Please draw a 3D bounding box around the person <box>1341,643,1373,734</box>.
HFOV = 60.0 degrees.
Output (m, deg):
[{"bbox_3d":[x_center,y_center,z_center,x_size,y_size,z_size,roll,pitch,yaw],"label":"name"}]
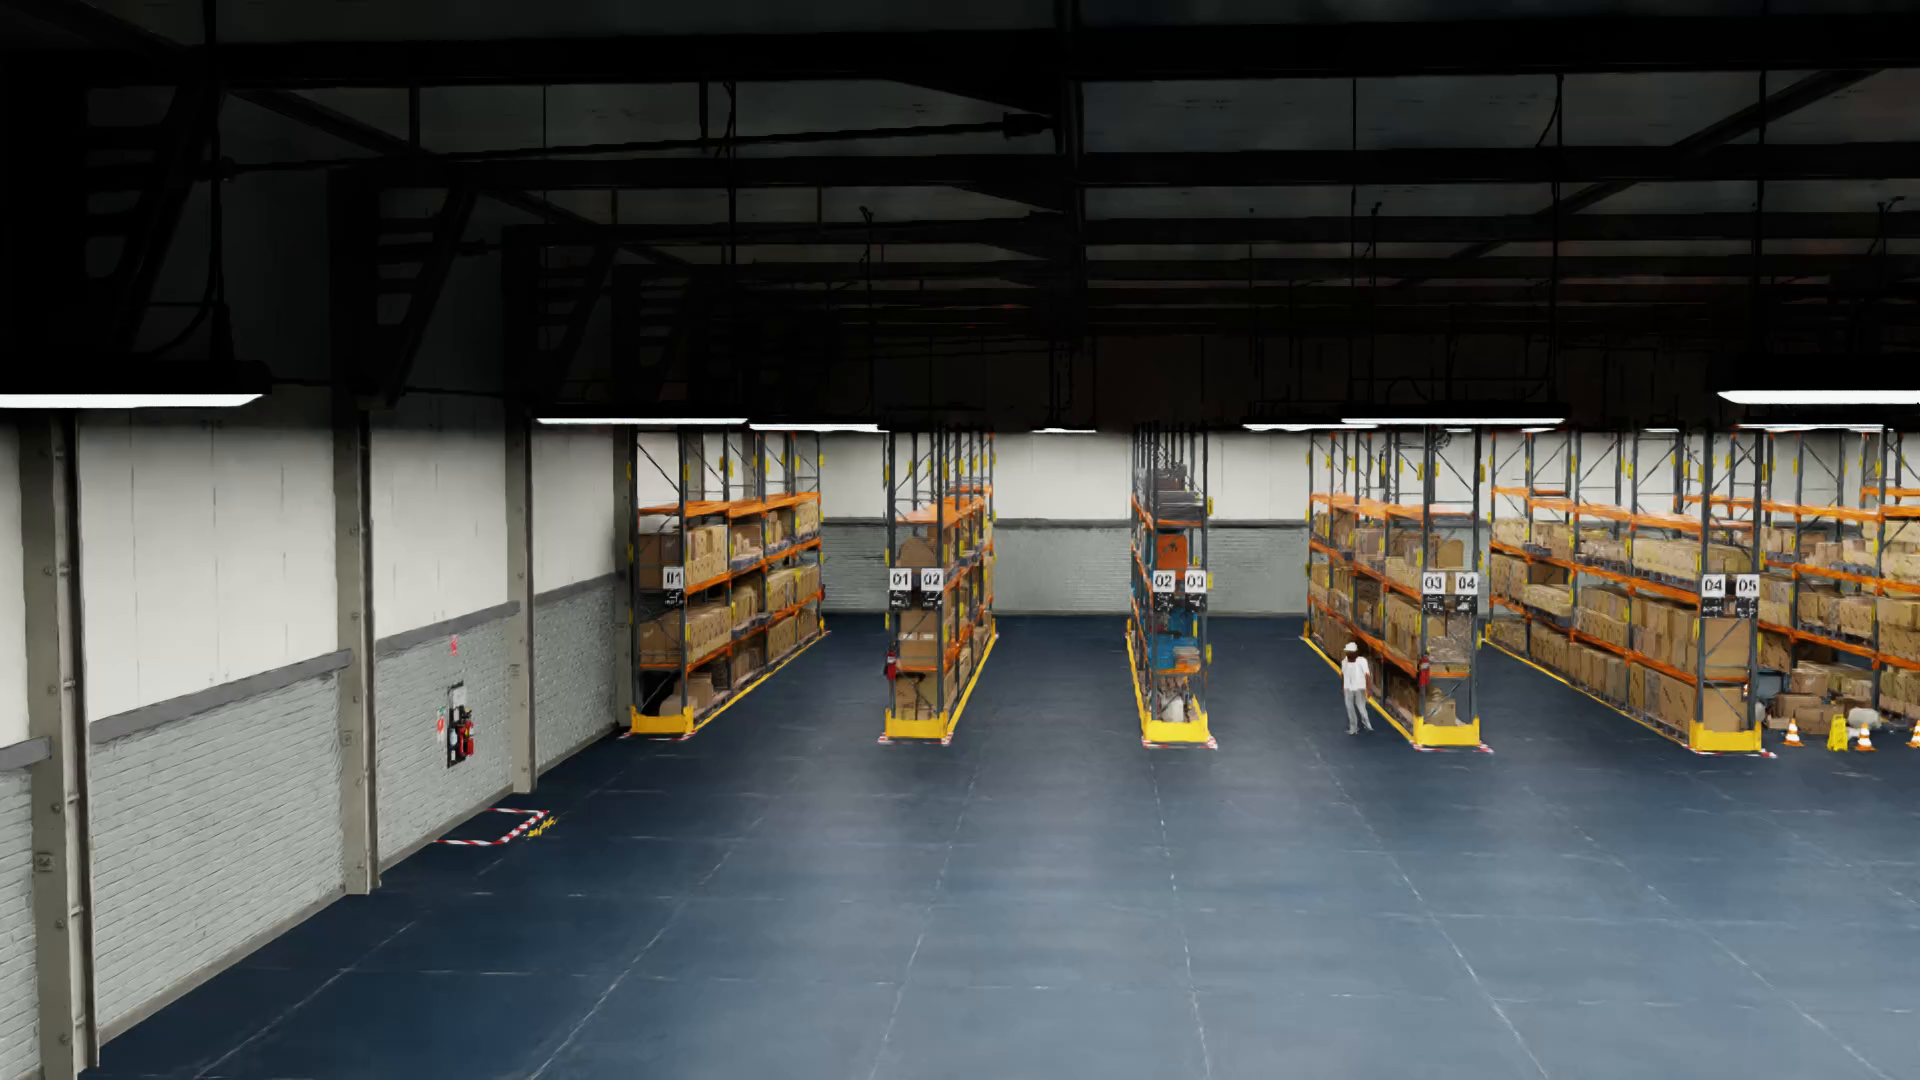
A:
[{"bbox_3d":[7.601,2.834,31.871,0.611,1.753,0.580,3,5,41],"label":"person"}]
